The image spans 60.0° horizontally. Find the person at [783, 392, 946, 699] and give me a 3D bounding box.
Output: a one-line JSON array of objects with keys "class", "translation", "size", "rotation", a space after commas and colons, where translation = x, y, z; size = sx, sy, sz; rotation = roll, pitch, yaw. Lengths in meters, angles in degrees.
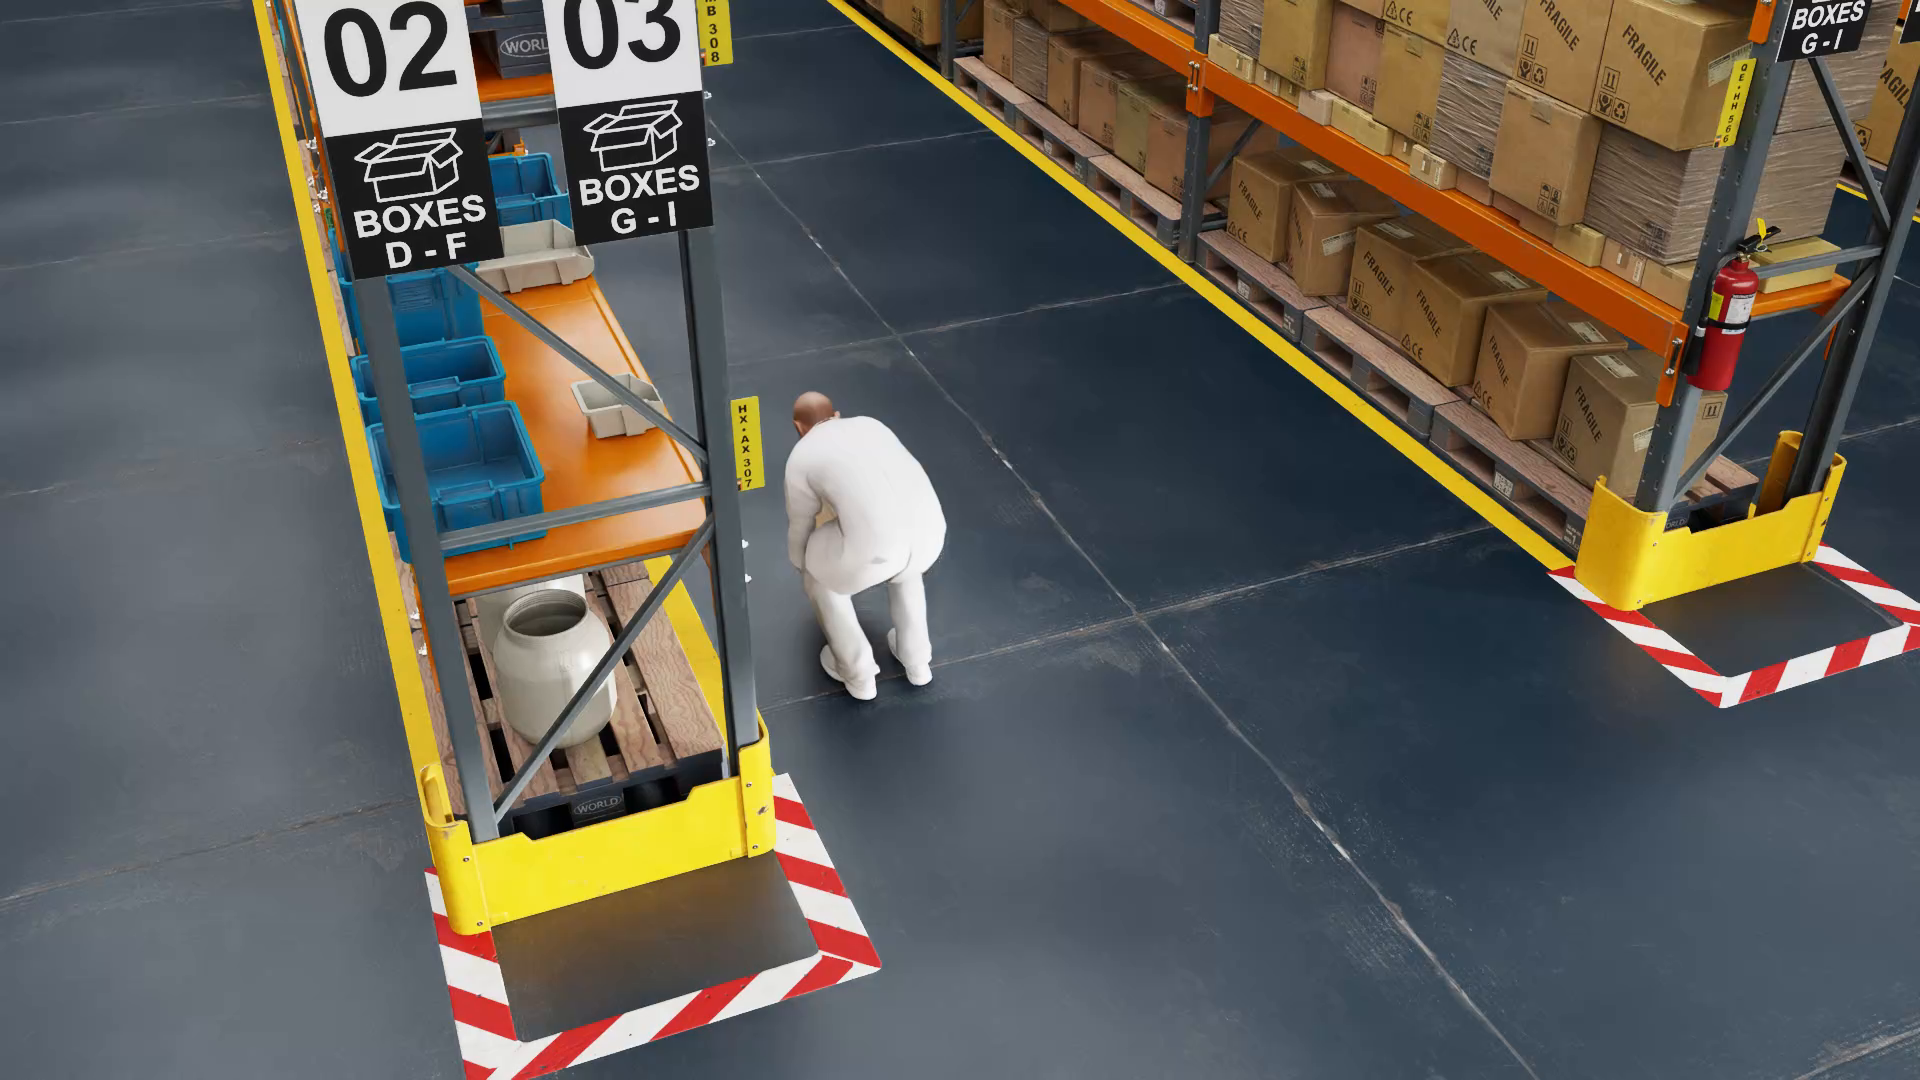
[{"class": "person", "translation": [-0.411, 0.021, 6.788], "size": [0.593, 1.049, 0.942], "rotation": [-16, 36, -23]}]
